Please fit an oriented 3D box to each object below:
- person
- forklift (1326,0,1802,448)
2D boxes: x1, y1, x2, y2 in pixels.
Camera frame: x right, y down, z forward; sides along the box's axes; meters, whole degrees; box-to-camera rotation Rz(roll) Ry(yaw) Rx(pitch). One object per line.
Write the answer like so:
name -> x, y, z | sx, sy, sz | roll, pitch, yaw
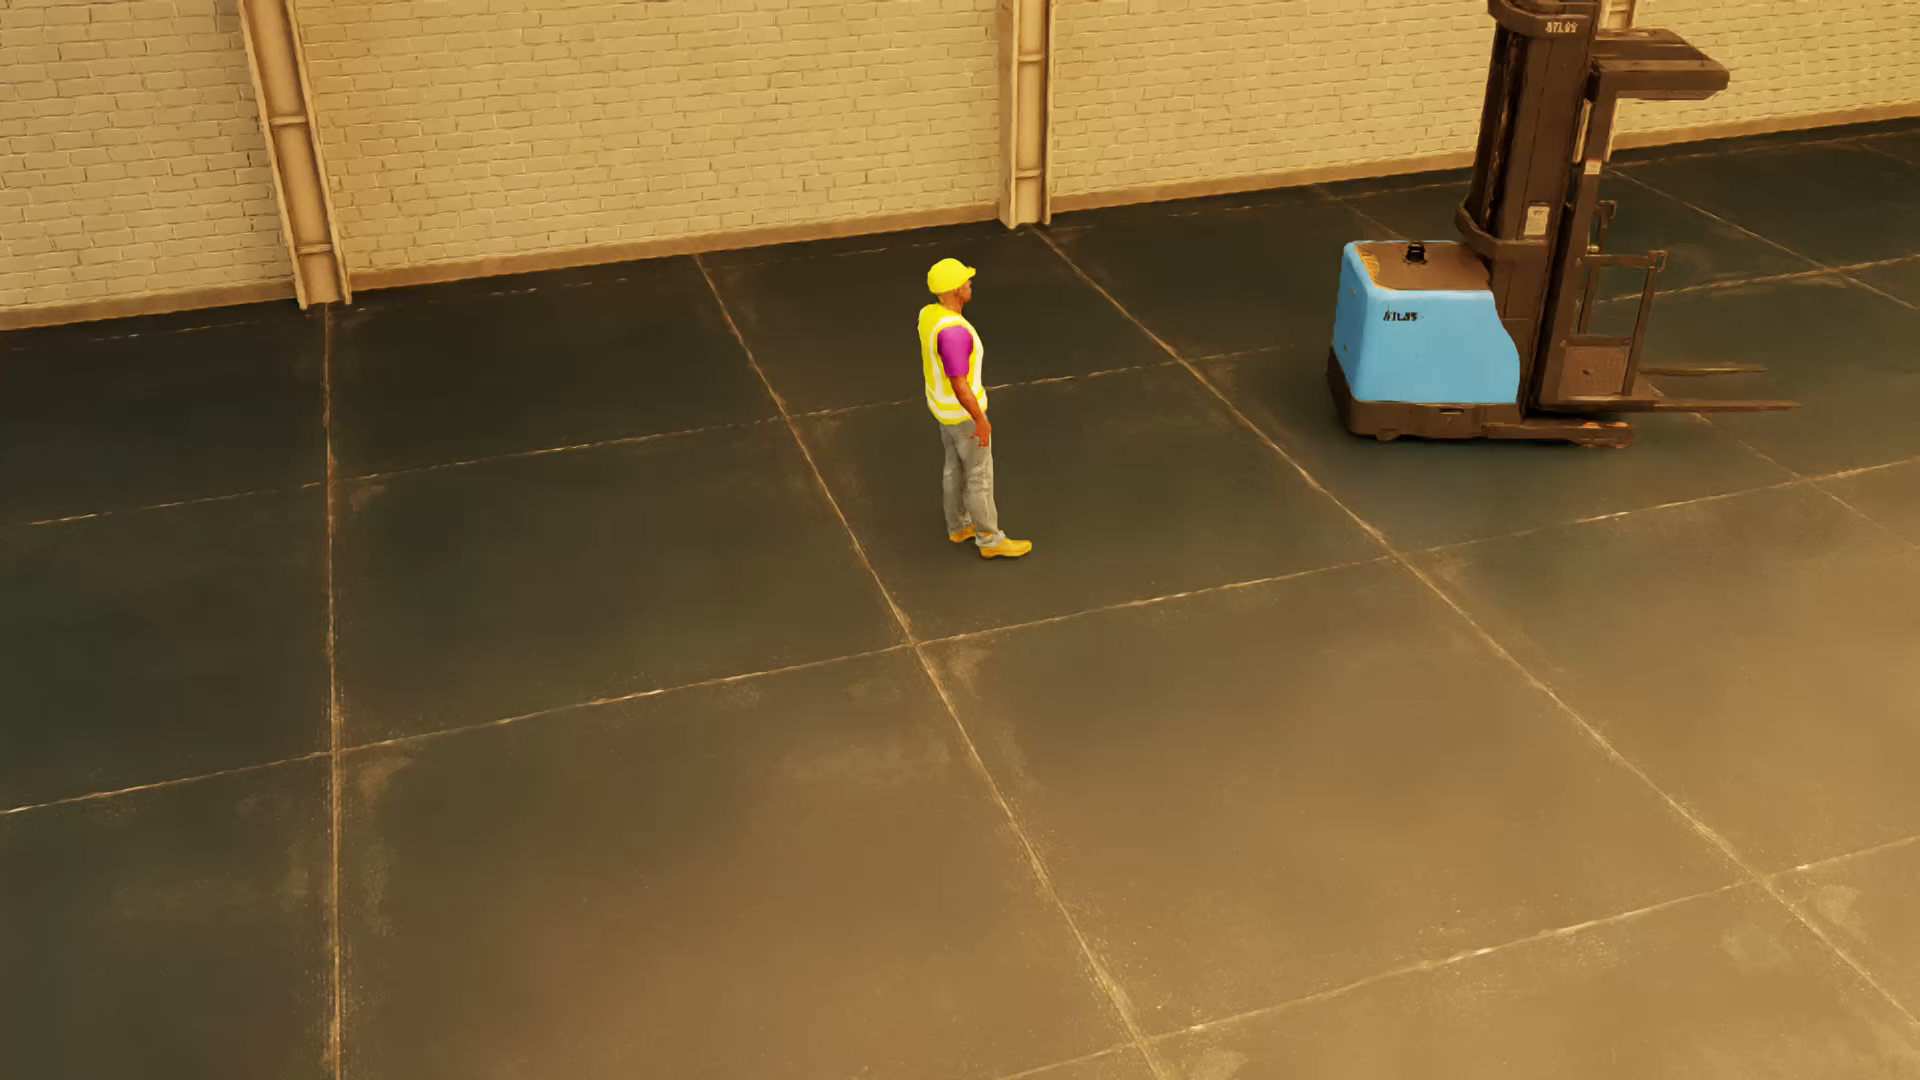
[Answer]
person -> 0.068, -0.778, 9.598 | 0.576, 1.760, 0.665 | -10, 31, -16
forklift -> 4.131, -2.154, 10.831 | 3.031, 2.935, 1.130 | 1, 30, 1
